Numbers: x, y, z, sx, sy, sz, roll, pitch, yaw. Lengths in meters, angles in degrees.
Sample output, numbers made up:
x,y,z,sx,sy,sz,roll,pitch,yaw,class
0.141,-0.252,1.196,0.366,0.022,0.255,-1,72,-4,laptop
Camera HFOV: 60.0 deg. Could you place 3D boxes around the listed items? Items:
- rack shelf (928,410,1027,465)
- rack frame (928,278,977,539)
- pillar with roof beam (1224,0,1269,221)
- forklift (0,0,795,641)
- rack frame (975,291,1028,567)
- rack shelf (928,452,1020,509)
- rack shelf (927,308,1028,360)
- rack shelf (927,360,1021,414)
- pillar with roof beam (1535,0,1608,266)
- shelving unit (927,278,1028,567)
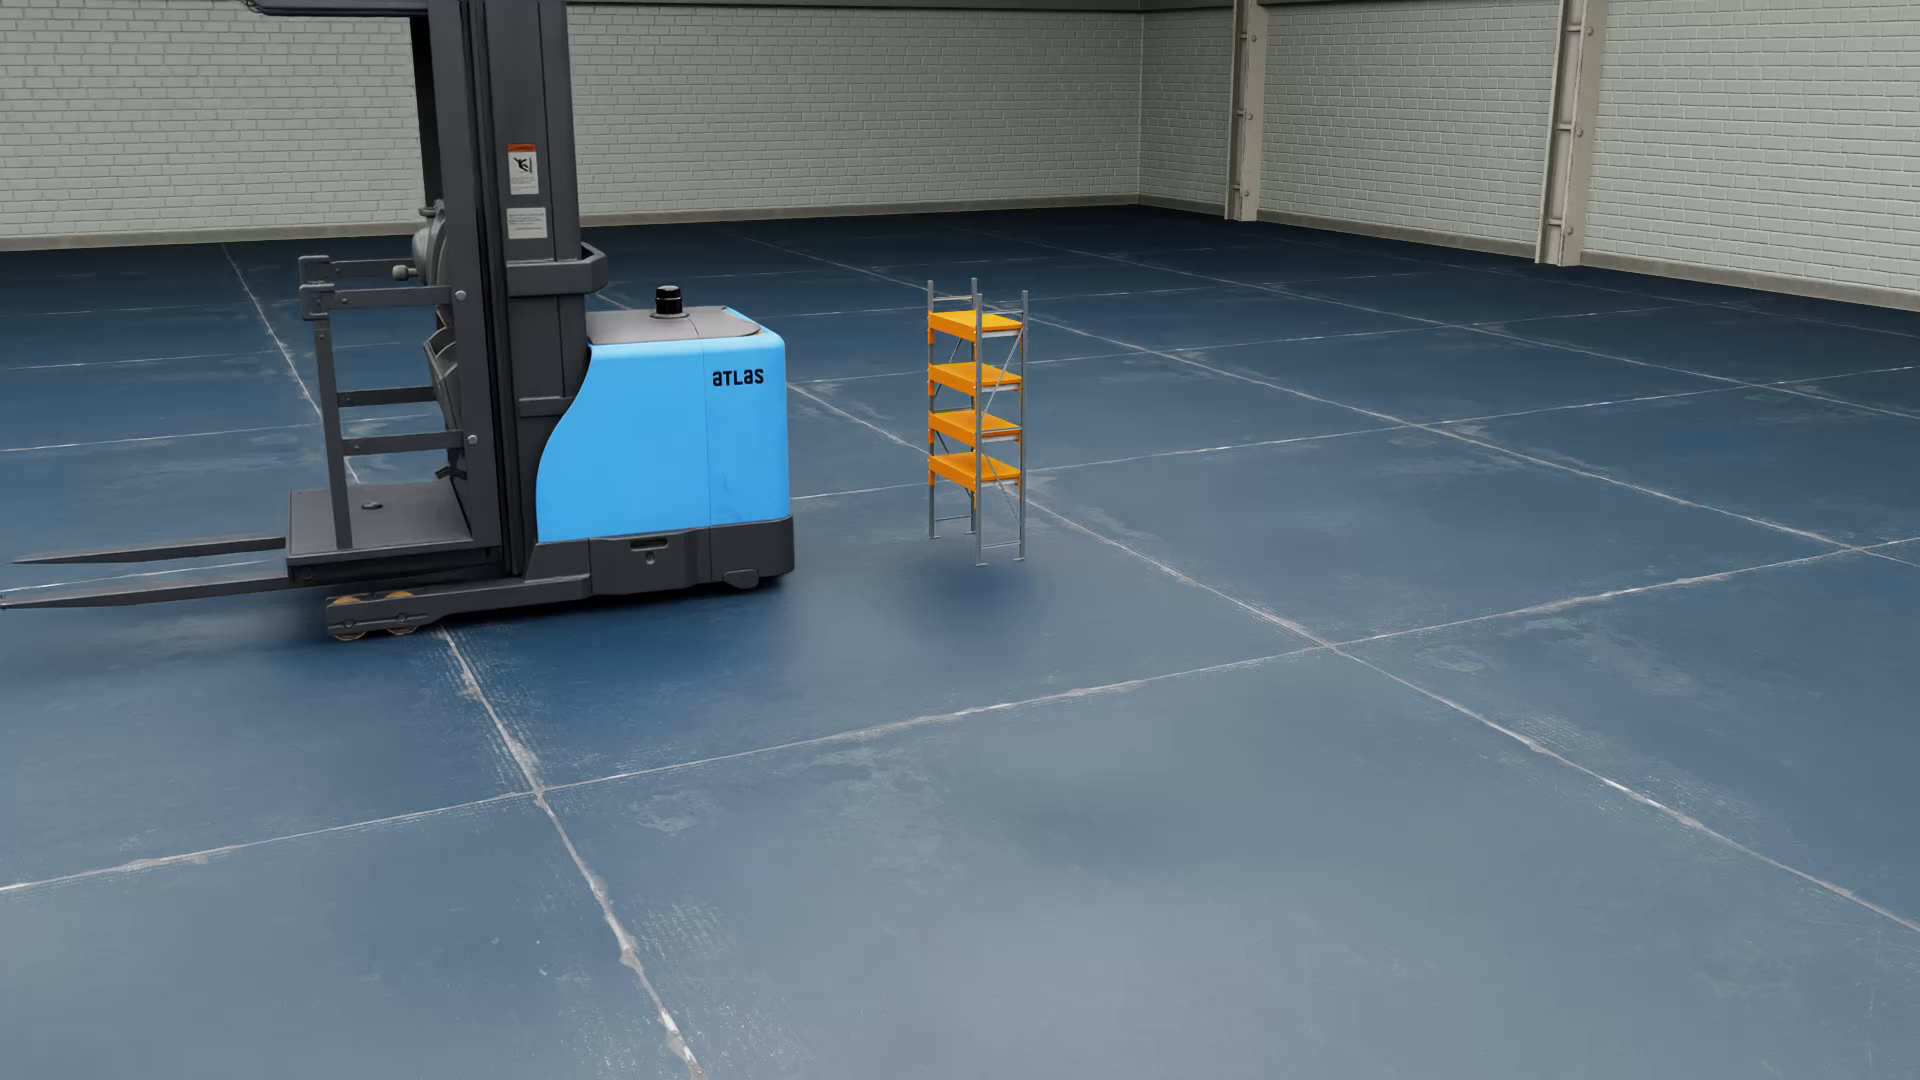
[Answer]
x,y,z,sx,sy,sz,roll,pitch,yaw,class
0.073,-0.471,7.461,0.258,0.148,0.480,-8,18,-25,rack shelf
-0.034,-0.596,7.653,0.240,1.200,0.015,-8,18,-25,rack frame
0.120,-8.351,20.536,9.100,9.000,0.400,-8,18,-25,pillar with roof beam
-2.274,-1.185,6.568,3.031,2.935,1.130,-6,17,-20,forklift
0.179,-0.475,7.231,0.240,1.200,0.015,-8,18,-25,rack frame
0.073,-0.280,7.515,0.258,0.148,0.480,-8,18,-25,rack shelf
0.073,-0.913,7.334,0.258,0.148,0.480,-8,18,-25,rack shelf
0.073,-0.686,7.399,0.258,0.148,0.480,-8,18,-25,rack shelf
2.748,-6.863,15.351,9.100,9.000,0.400,-8,18,-25,pillar with roof beam
0.073,-0.536,7.442,0.258,1.200,0.503,-8,18,-25,shelving unit
